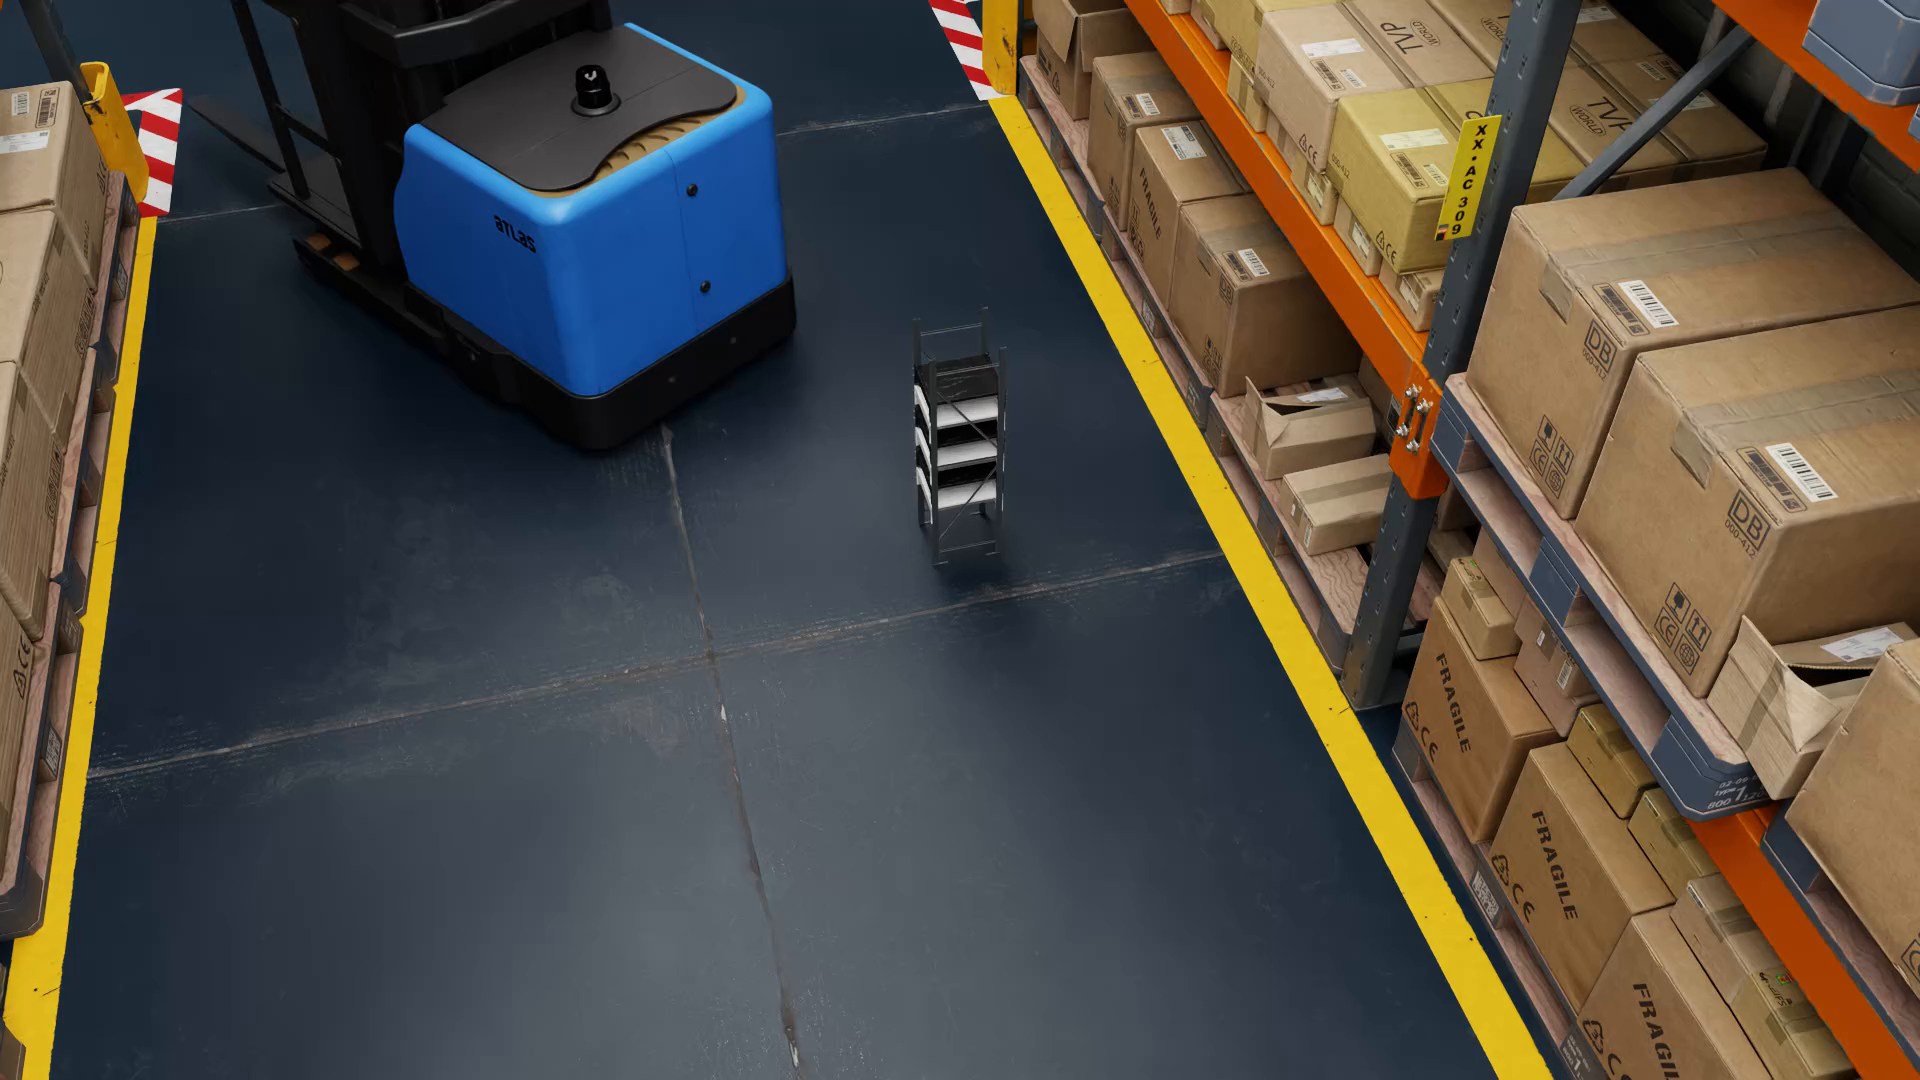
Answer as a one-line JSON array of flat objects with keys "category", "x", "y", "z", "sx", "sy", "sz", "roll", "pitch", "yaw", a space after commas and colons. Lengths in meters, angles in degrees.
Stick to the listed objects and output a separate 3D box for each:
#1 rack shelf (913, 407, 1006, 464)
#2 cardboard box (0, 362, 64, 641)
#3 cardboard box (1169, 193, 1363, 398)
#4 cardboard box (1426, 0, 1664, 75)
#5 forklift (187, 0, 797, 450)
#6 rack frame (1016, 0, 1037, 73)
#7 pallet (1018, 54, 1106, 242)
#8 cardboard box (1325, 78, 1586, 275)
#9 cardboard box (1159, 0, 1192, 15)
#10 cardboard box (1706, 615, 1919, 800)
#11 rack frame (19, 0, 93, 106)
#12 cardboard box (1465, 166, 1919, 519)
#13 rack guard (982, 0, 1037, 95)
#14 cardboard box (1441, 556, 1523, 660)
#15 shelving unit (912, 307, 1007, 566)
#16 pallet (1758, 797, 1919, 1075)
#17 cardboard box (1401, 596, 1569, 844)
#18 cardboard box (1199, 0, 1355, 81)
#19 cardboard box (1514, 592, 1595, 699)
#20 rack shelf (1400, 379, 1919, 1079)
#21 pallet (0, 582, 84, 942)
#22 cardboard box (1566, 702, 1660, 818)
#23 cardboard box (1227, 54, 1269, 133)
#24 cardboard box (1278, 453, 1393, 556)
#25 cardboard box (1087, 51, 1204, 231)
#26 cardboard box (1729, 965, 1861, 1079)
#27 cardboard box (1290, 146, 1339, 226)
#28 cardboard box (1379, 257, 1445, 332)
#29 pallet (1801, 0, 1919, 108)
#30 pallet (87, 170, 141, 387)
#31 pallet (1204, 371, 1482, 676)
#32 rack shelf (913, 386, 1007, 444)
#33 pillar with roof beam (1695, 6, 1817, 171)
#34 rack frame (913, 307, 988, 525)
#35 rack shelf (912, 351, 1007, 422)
[{"category": "rack shelf", "x": -0.002, "y": -0.360, "z": 5.394, "sx": 0.258, "sy": 0.077, "sz": 0.200, "roll": -11, "pitch": 47, "yaw": -10}, {"category": "cardboard box", "x": -3.380, "y": -0.050, "z": 5.199, "sx": 0.875, "sy": 0.438, "sz": 0.875, "roll": -12, "pitch": 47, "yaw": -11}, {"category": "cardboard box", "x": 1.192, "y": -0.919, "z": 6.007, "sx": 0.700, "sy": 0.500, "sz": 0.500, "roll": -12, "pitch": 47, "yaw": -12}, {"category": "cardboard box", "x": 1.704, "y": -1.427, "z": 4.945, "sx": 0.500, "sy": 0.250, "sz": 0.500, "roll": -11, "pitch": 47, "yaw": -11}, {"category": "forklift", "x": -2.069, "y": -2.269, "z": 5.922, "sx": 3.031, "sy": 2.935, "sz": 1.130, "roll": 33, "pitch": 54, "yaw": 28}, {"category": "rack frame", "x": 0.680, "y": -3.401, "z": 6.983, "sx": 1.000, "sy": 3.000, "sz": 0.127, "roll": -11, "pitch": 47, "yaw": -10}, {"category": "pallet", "x": 0.905, "y": -1.822, "z": 7.388, "sx": 1.003, "sy": 0.211, "sz": 1.213, "roll": -11, "pitch": 47, "yaw": -10}, {"category": "cardboard box", "x": 1.338, "y": -0.998, "z": 4.524, "sx": 0.500, "sy": 0.250, "sz": 0.500, "roll": -10, "pitch": 46, "yaw": -9}, {"category": "cardboard box", "x": 0.868, "y": -1.959, "z": 5.746, "sx": 0.380, "sy": 0.149, "sz": 0.250, "roll": -10, "pitch": 46, "yaw": -9}, {"category": "cardboard box", "x": 1.689, "y": 0.290, "z": 3.165, "sx": 0.396, "sy": 0.266, "sz": 0.258, "roll": -9, "pitch": 46, "yaw": -8}, {"category": "rack frame", "x": -4.117, "y": -2.491, "z": 6.091, "sx": 1.000, "sy": 3.000, "sz": 0.127, "roll": -11, "pitch": 47, "yaw": -10}, {"category": "cardboard box", "x": 1.612, "y": -0.446, "z": 3.723, "sx": 0.700, "sy": 0.500, "sz": 0.500, "roll": -10, "pitch": 46, "yaw": -9}, {"category": "rack guard", "x": 0.700, "y": -2.473, "z": 7.824, "sx": 1.175, "sy": 0.500, "sz": 0.348, "roll": -11, "pitch": 47, "yaw": -10}, {"category": "cardboard box", "x": 1.539, "y": 0.158, "z": 4.497, "sx": 0.380, "sy": 0.149, "sz": 0.250, "roll": -9, "pitch": 46, "yaw": -8}, {"category": "shelving unit", "x": -0.002, "y": -0.321, "z": 5.434, "sx": 0.258, "sy": 0.900, "sz": 0.210, "roll": -11, "pitch": 47, "yaw": -10}, {"category": "pallet", "x": 2.226, "y": 0.848, "z": 2.953, "sx": 1.003, "sy": 0.211, "sz": 1.213, "roll": -11, "pitch": 47, "yaw": -10}, {"category": "cardboard box", "x": 1.611, "y": 0.464, "z": 4.651, "sx": 0.500, "sy": 0.500, "sz": 0.500, "roll": -9, "pitch": 46, "yaw": -9}, {"category": "cardboard box", "x": 1.081, "y": -1.688, "z": 5.200, "sx": 0.500, "sy": 0.250, "sz": 0.500, "roll": -11, "pitch": 47, "yaw": -11}, {"category": "cardboard box", "x": 1.652, "y": 0.225, "z": 4.223, "sx": 0.380, "sy": 0.149, "sz": 0.250, "roll": -13, "pitch": 47, "yaw": -12}, {"category": "rack shelf", "x": 2.217, "y": 0.993, "z": 3.180, "sx": 1.077, "sy": 0.370, "sz": 4.000, "roll": -11, "pitch": 47, "yaw": -10}, {"category": "pallet", "x": -3.212, "y": 0.708, "z": 4.909, "sx": 1.003, "sy": 0.211, "sz": 1.213, "roll": -11, "pitch": 47, "yaw": -10}, {"category": "cardboard box", "x": 1.762, "y": 0.510, "z": 4.152, "sx": 0.380, "sy": 0.149, "sz": 0.250, "roll": -13, "pitch": 47, "yaw": -12}, {"category": "cardboard box", "x": 1.068, "y": -1.433, "z": 5.230, "sx": 0.380, "sy": 0.149, "sz": 0.250, "roll": -11, "pitch": 47, "yaw": -11}, {"category": "cardboard box", "x": 1.278, "y": -0.119, "z": 5.469, "sx": 0.380, "sy": 0.149, "sz": 0.250, "roll": -12, "pitch": 47, "yaw": -12}, {"category": "cardboard box", "x": 0.927, "y": -1.636, "z": 6.709, "sx": 0.700, "sy": 0.500, "sz": 0.500, "roll": -9, "pitch": 46, "yaw": -9}, {"category": "cardboard box", "x": 1.934, "y": 1.048, "z": 3.625, "sx": 0.380, "sy": 0.149, "sz": 0.250, "roll": -9, "pitch": 46, "yaw": -9}, {"category": "cardboard box", "x": 1.201, "y": -1.076, "z": 4.880, "sx": 0.380, "sy": 0.149, "sz": 0.250, "roll": -10, "pitch": 46, "yaw": -9}, {"category": "cardboard box", "x": 1.379, "y": -0.725, "z": 4.536, "sx": 0.380, "sy": 0.149, "sz": 0.250, "roll": -10, "pitch": 46, "yaw": -10}, {"category": "pallet", "x": 1.804, "y": -1.160, "z": 2.818, "sx": 1.213, "sy": 0.211, "sz": 1.003, "roll": -11, "pitch": 47, "yaw": -10}, {"category": "pallet", "x": -3.836, "y": -0.977, "z": 6.560, "sx": 1.003, "sy": 0.211, "sz": 1.213, "roll": -11, "pitch": 47, "yaw": -10}, {"category": "pallet", "x": 1.530, "y": -0.137, "z": 5.737, "sx": 1.003, "sy": 0.211, "sz": 1.213, "roll": -11, "pitch": 47, "yaw": -10}, {"category": "rack shelf", "x": -0.002, "y": -0.423, "z": 5.329, "sx": 0.258, "sy": 0.077, "sz": 0.200, "roll": -11, "pitch": 47, "yaw": -10}, {"category": "pillar with roof beam", "x": -1.764, "y": -2.597, "z": 1.995, "sx": 9.100, "sy": 9.000, "sz": 0.400, "roll": -11, "pitch": 47, "yaw": -10}, {"category": "rack frame", "x": -0.028, "y": -0.391, "z": 5.503, "sx": 0.240, "sy": 0.900, "sz": 0.006, "roll": -11, "pitch": 47, "yaw": -10}, {"category": "rack shelf", "x": -0.002, "y": -0.486, "z": 5.265, "sx": 0.258, "sy": 0.077, "sz": 0.200, "roll": -11, "pitch": 47, "yaw": -10}]
